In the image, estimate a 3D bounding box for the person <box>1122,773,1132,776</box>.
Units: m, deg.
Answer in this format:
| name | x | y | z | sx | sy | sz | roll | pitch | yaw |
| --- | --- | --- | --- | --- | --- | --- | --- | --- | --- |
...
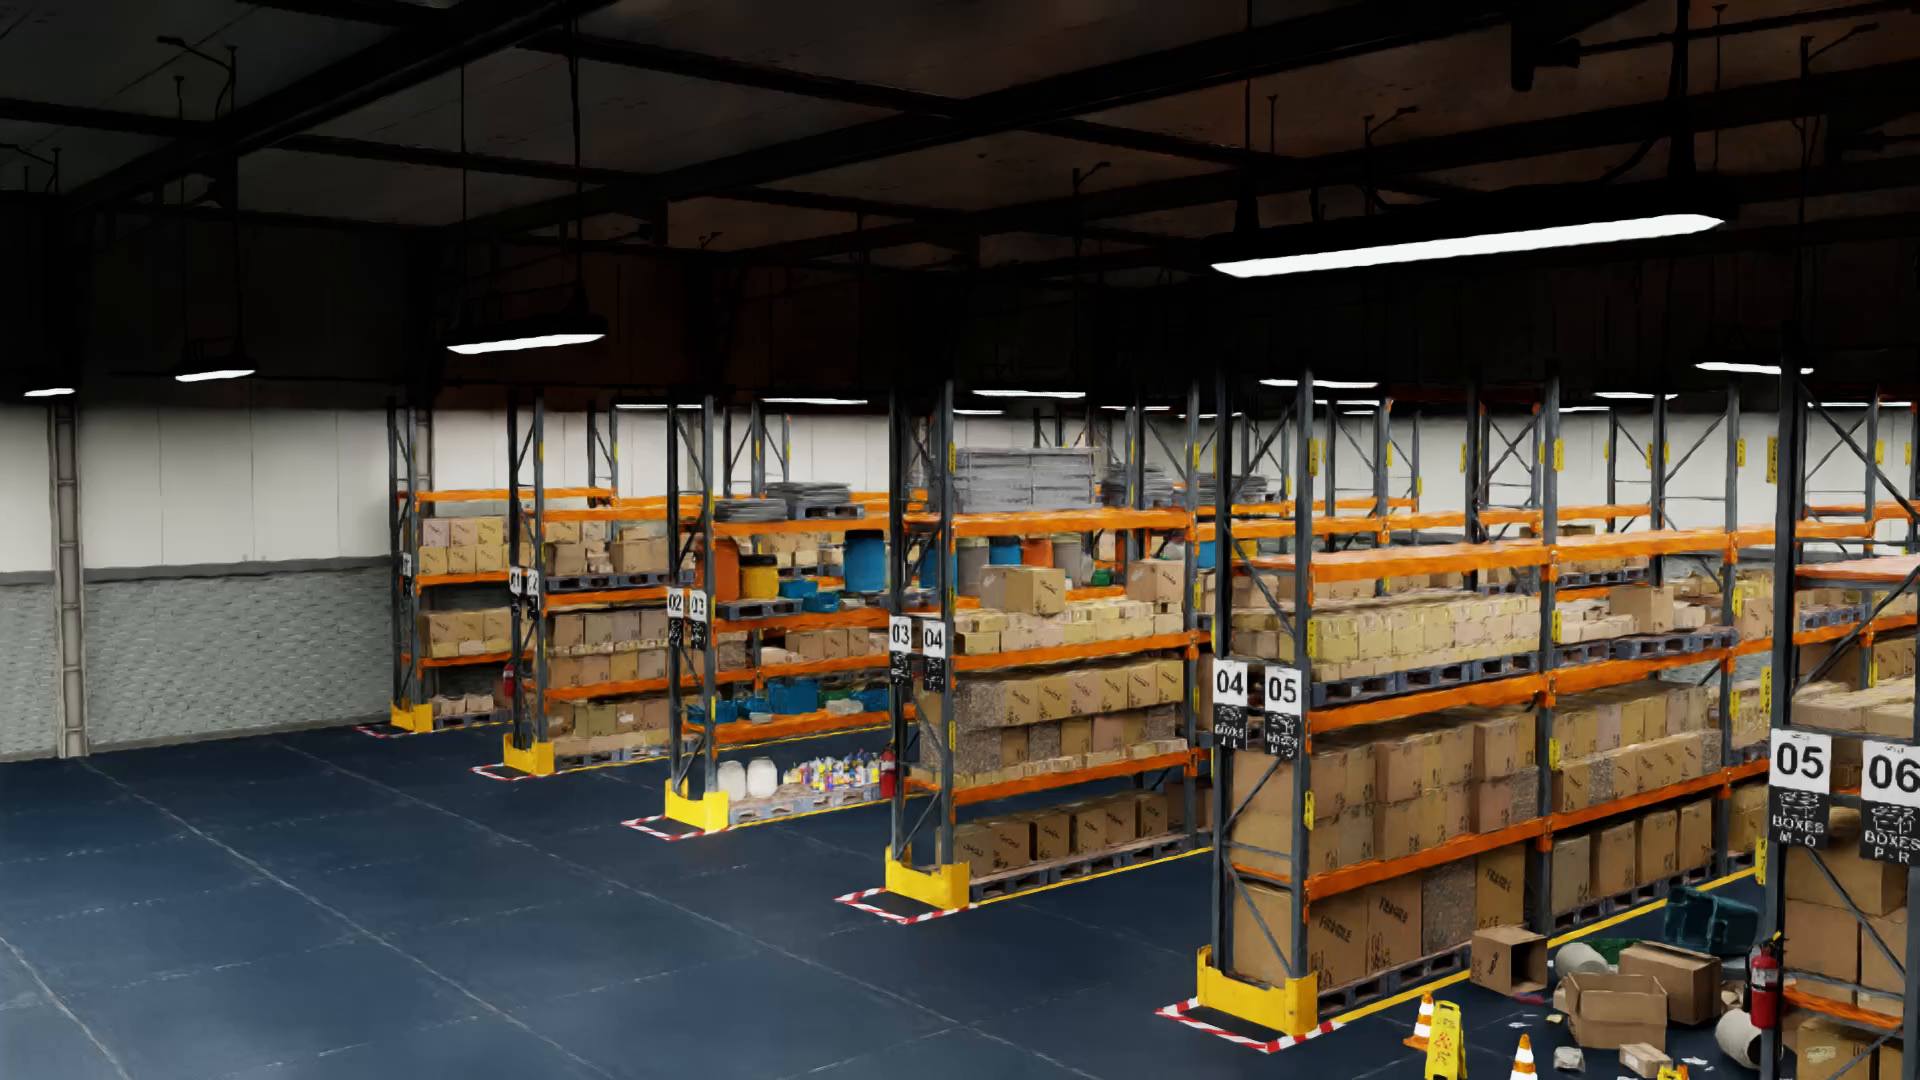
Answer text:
| name | x | y | z | sx | sy | sz | roll | pitch | yaw |
| --- | --- | --- | --- | --- | --- | --- | --- | --- | --- |
| person | 2.470 | 2.801 | 25.836 | 0.546 | 1.721 | 0.729 | -3 | 4 | -42 |
